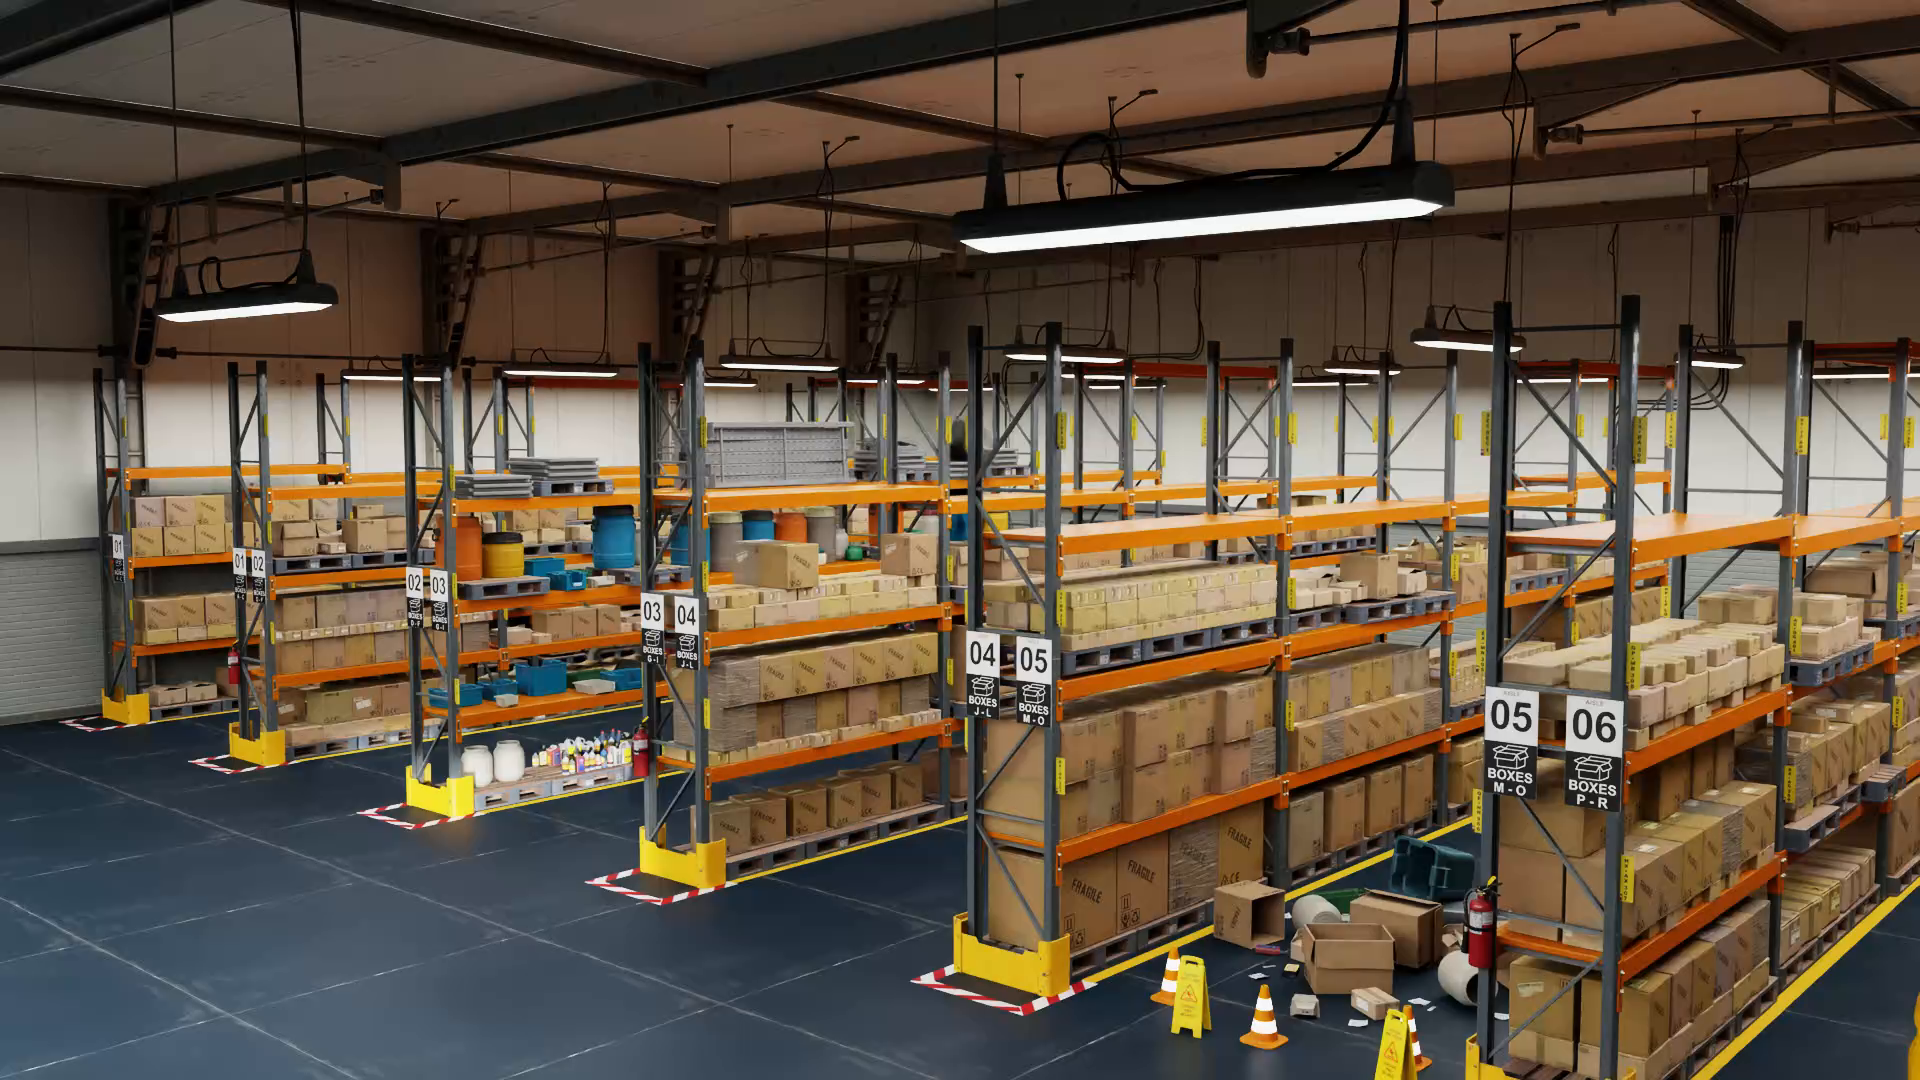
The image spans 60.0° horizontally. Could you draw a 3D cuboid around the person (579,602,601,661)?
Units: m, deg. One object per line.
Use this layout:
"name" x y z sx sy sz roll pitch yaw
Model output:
"person" -7.030 1.996 31.889 0.598 1.660 0.940 3 5 32
